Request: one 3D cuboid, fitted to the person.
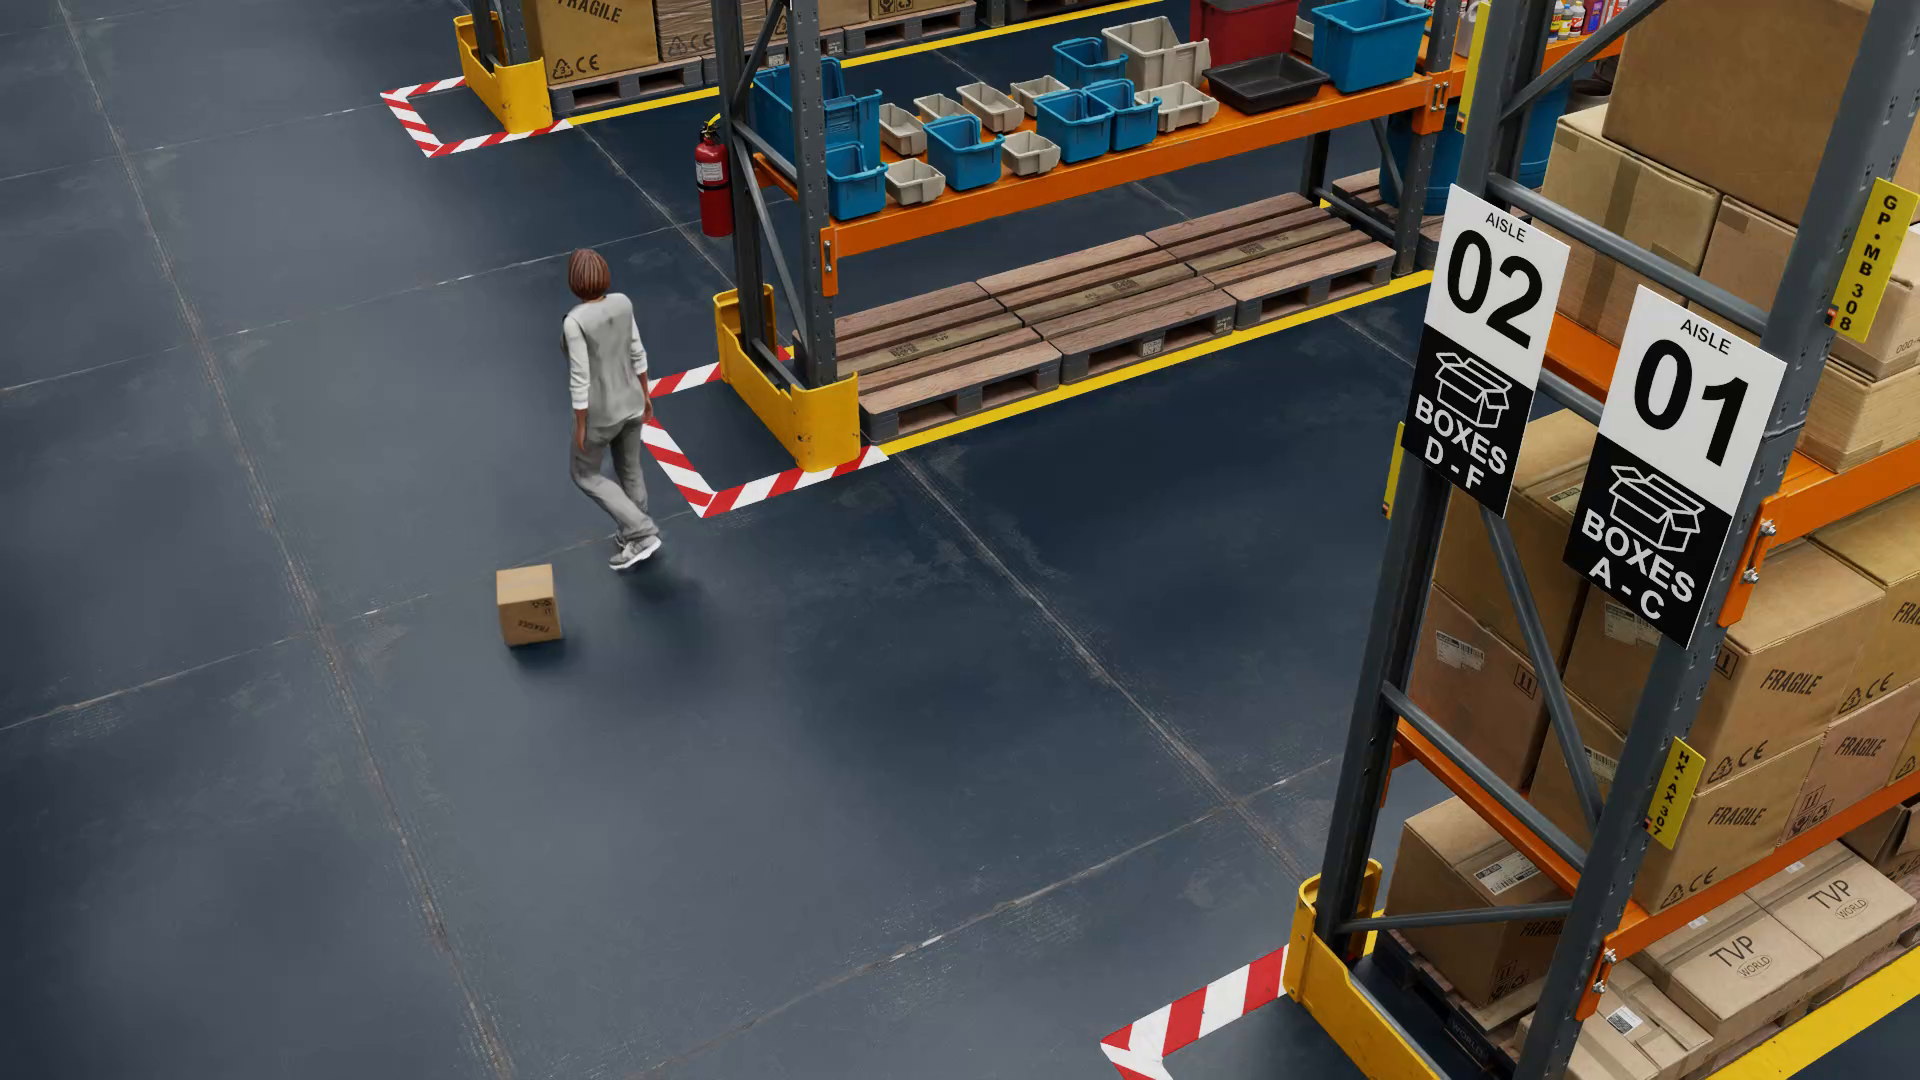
[{"bbox_3d":[-1.576,-0.562,7.665,0.484,1.592,0.480,27,45,30],"label":"person"}]
